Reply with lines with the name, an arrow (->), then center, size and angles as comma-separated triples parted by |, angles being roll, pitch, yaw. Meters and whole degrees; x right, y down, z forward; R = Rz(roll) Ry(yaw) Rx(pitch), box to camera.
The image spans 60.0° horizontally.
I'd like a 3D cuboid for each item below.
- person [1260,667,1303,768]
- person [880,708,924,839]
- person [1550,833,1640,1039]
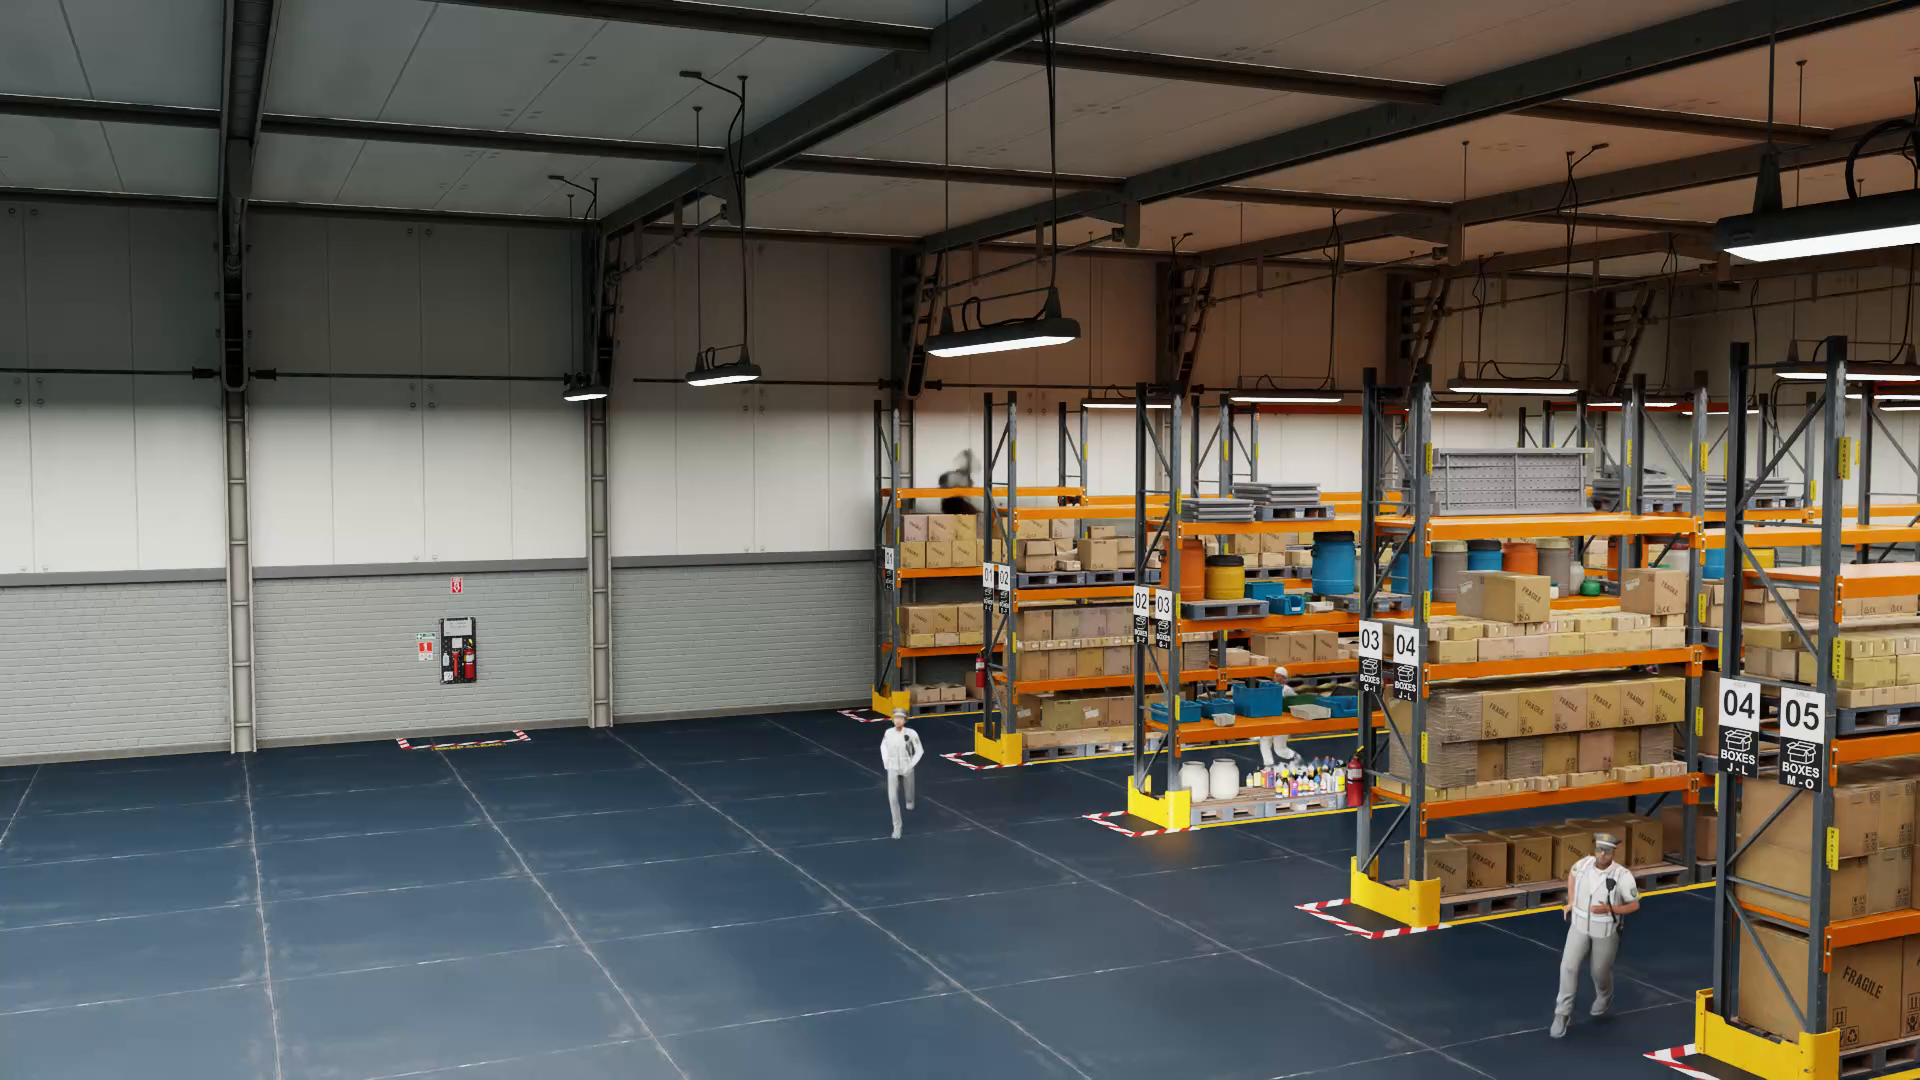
person -> 4.882, 2.811, 25.446 | 0.780, 1.748, 0.663 | -2, 4, -32
person -> -0.782, 3.064, 22.166 | 0.597, 1.686, 0.943 | 0, 3, 4
person -> 5.622, 3.435, 14.627 | 0.684, 1.783, 0.926 | 3, 4, 39
